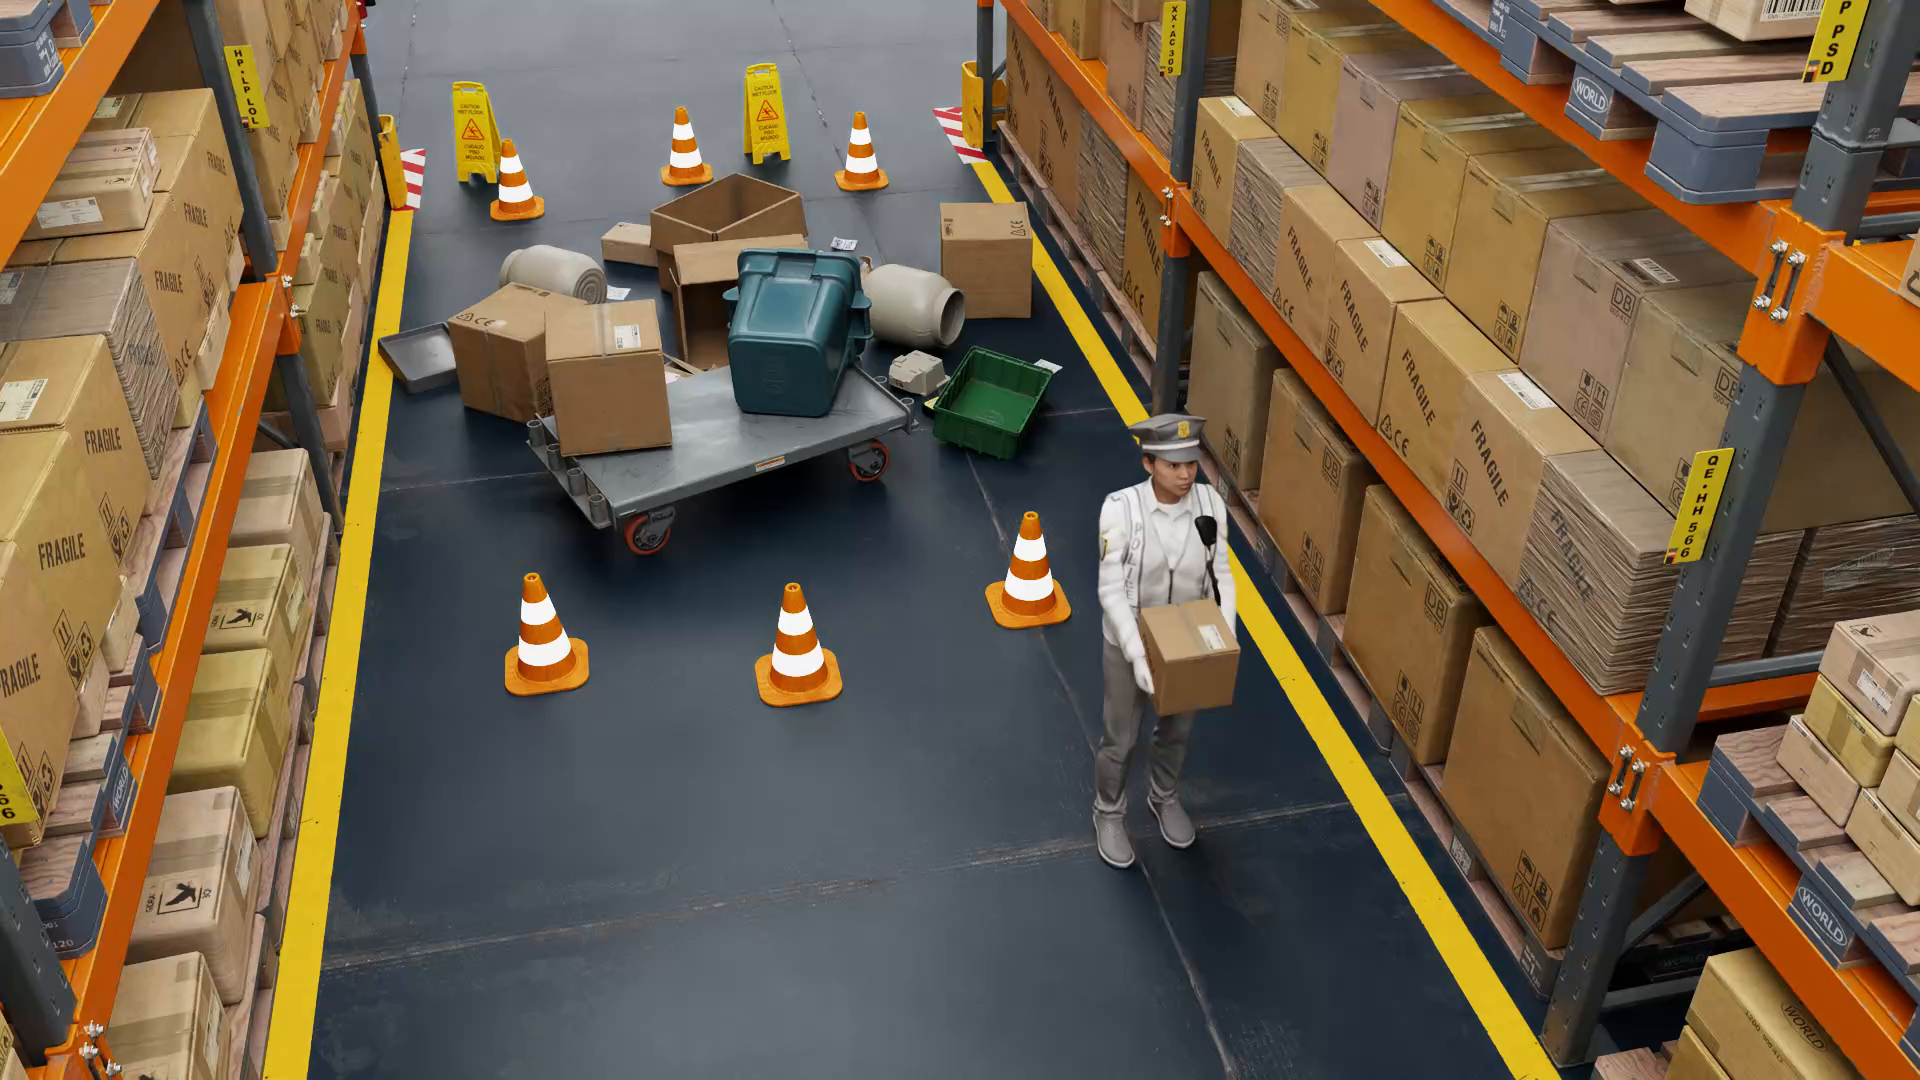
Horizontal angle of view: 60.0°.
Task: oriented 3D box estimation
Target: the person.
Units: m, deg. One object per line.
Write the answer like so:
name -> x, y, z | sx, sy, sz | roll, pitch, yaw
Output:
person -> 0.687, 0.362, 5.586 | 0.468, 1.697, 0.552 | -8, 35, -11
